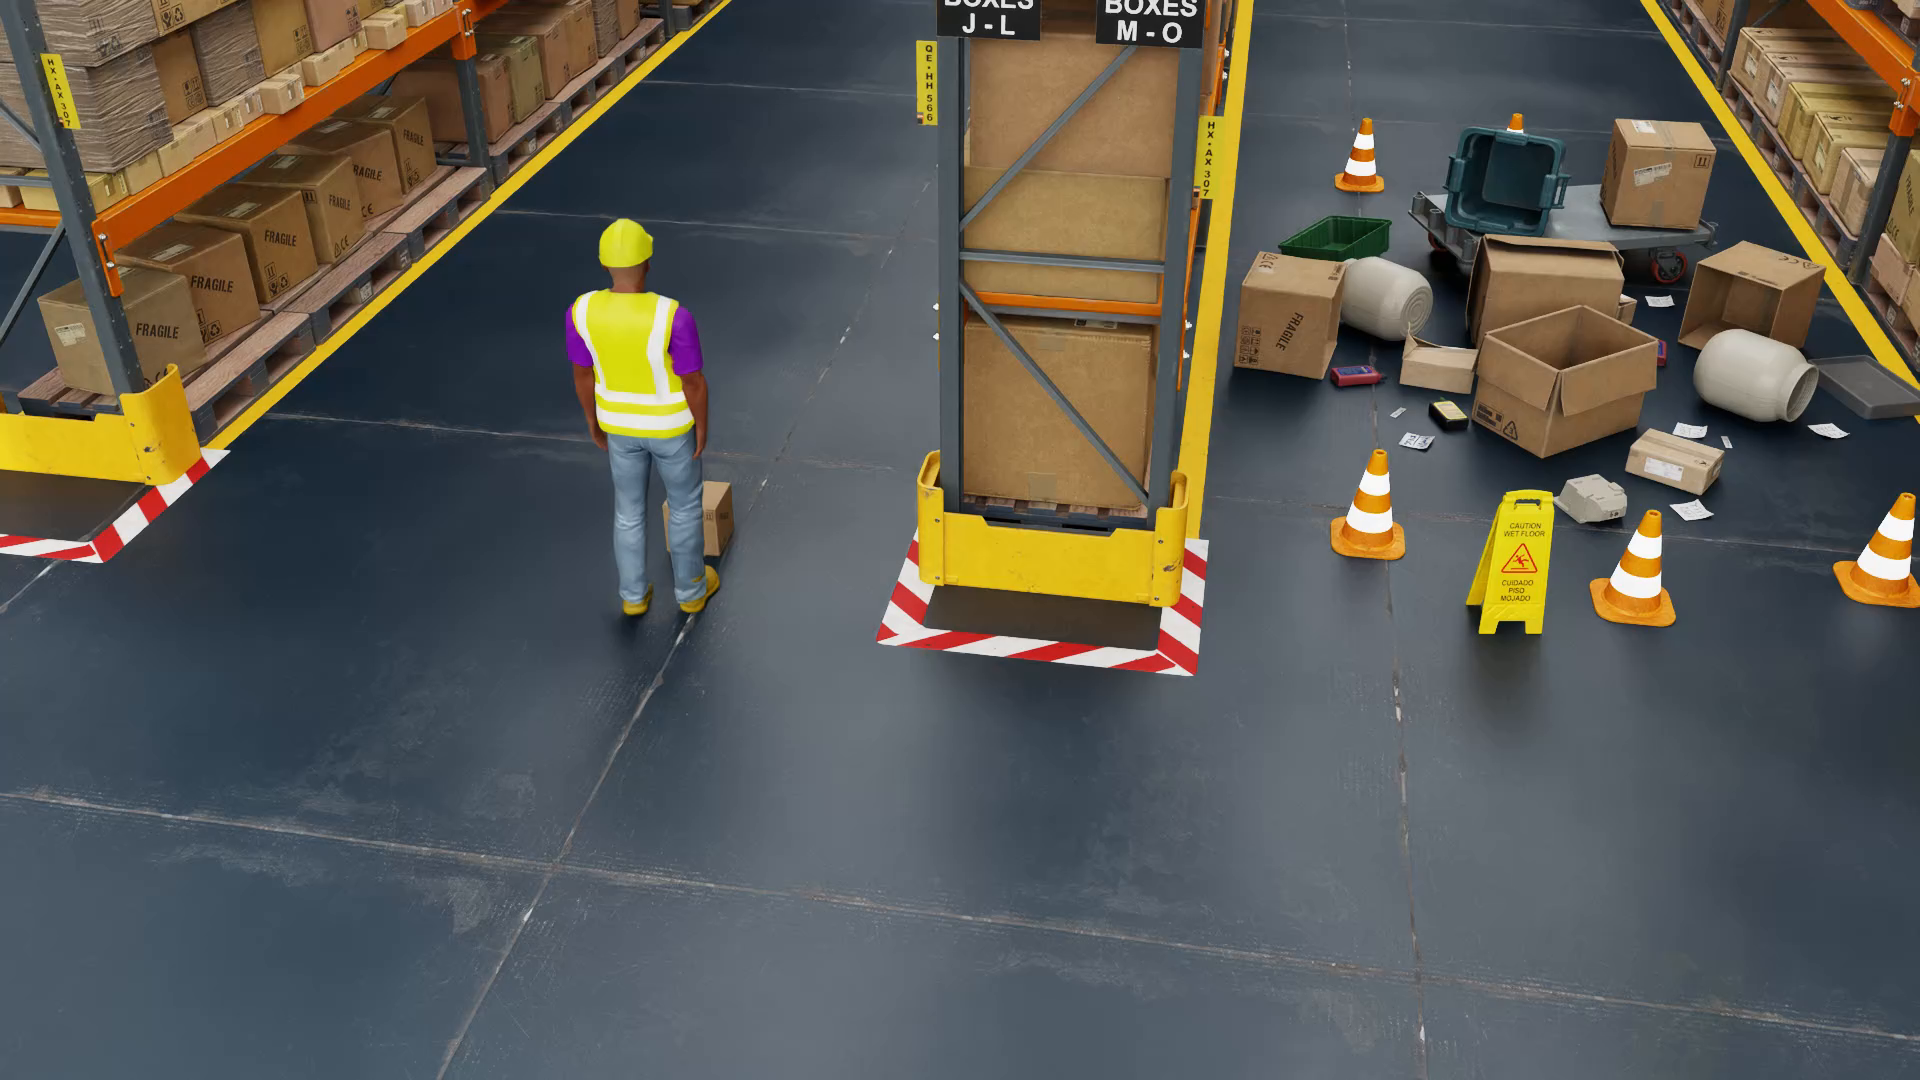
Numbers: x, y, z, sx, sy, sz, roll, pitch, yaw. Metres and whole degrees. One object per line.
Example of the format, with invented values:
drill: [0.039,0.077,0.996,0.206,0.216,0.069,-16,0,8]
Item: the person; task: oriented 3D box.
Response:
person: [-1.295,-0.487,6.911,0.563,1.784,0.382,6,33,9]
